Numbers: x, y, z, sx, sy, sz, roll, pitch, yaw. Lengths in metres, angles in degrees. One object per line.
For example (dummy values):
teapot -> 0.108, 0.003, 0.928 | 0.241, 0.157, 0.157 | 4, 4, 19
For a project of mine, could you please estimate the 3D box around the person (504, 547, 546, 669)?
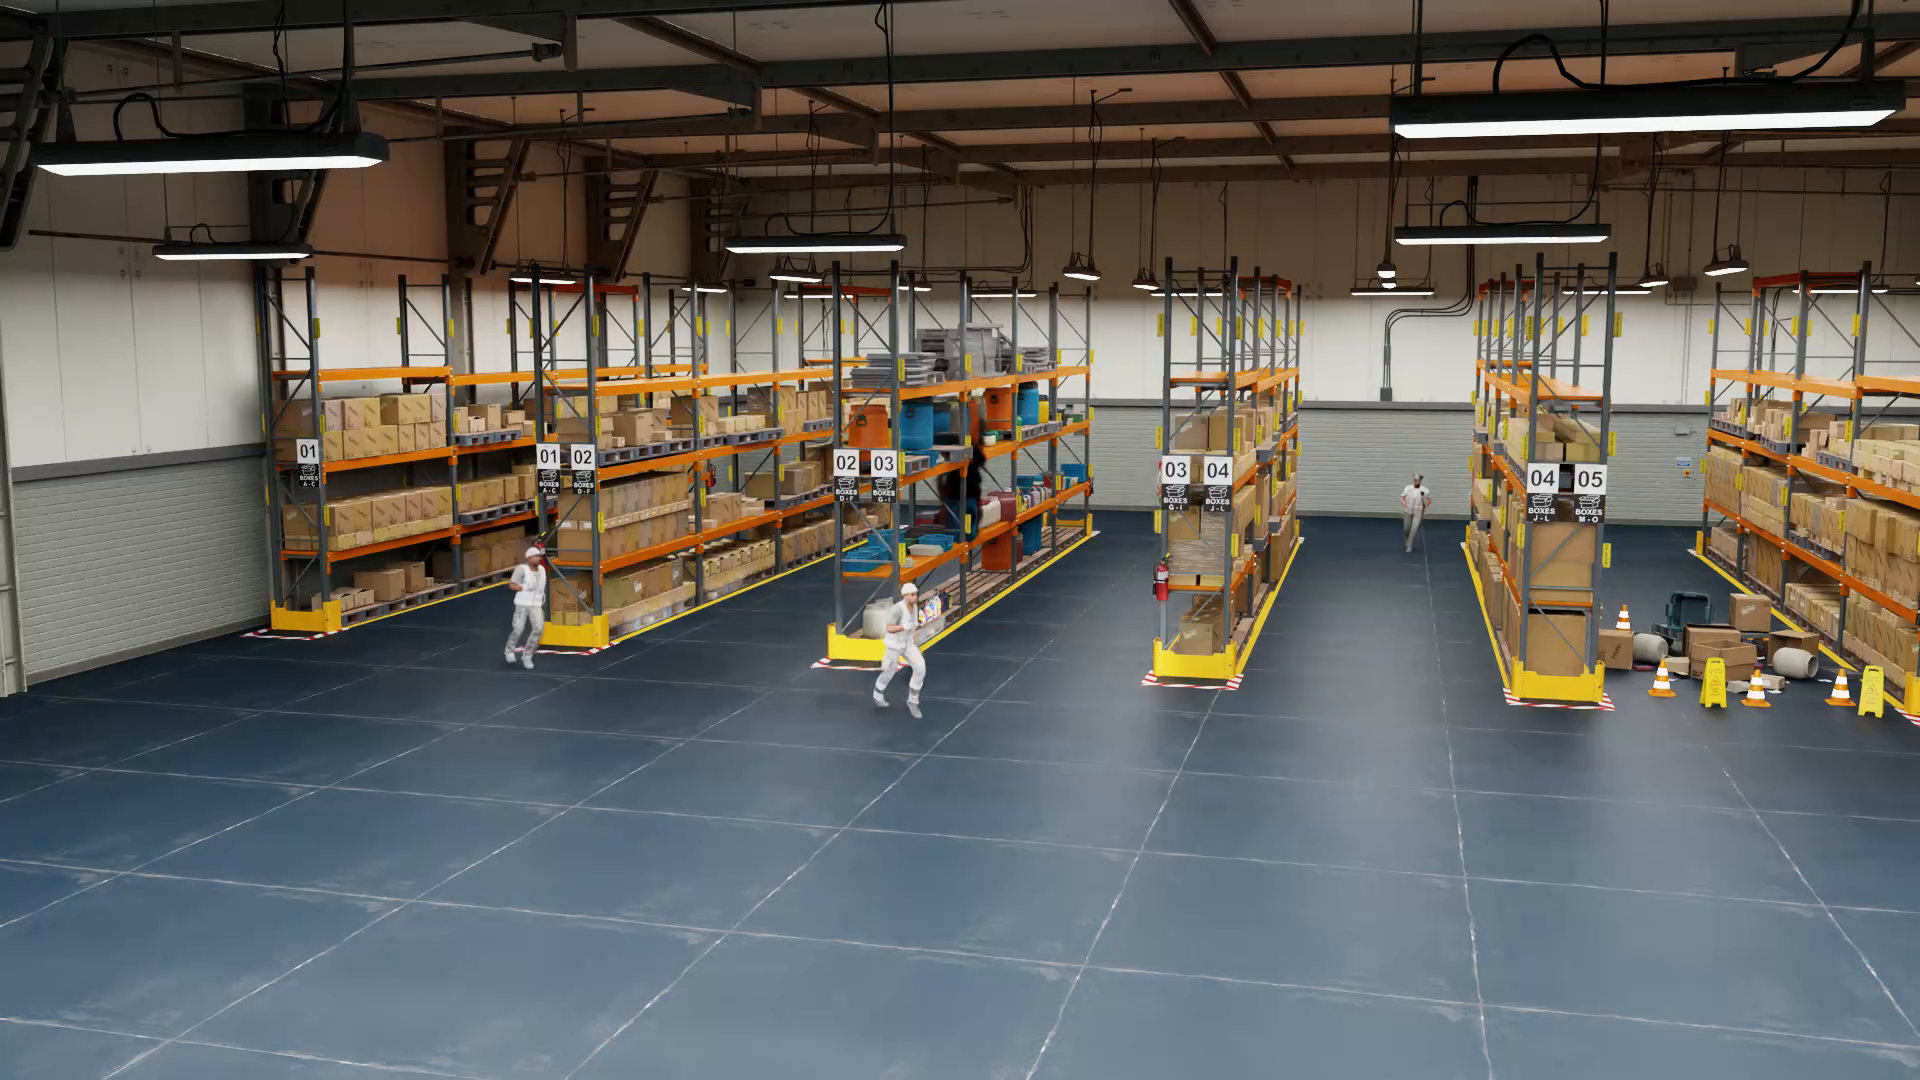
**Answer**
person -> -6.395, 1.001, 24.789 | 0.685, 1.790, 0.724 | -6, 9, -39

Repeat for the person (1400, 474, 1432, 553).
person -> 10.303, -0.625, 37.626 | 0.675, 1.779, 0.806 | 3, 8, 23

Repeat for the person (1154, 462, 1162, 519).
person -> 5.079, -1.082, 41.186 | 0.535, 1.745, 0.662 | 3, 8, 21

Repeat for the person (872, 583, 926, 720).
person -> -0.807, 1.412, 21.520 | 0.627, 1.777, 0.961 | -6, 10, -41
